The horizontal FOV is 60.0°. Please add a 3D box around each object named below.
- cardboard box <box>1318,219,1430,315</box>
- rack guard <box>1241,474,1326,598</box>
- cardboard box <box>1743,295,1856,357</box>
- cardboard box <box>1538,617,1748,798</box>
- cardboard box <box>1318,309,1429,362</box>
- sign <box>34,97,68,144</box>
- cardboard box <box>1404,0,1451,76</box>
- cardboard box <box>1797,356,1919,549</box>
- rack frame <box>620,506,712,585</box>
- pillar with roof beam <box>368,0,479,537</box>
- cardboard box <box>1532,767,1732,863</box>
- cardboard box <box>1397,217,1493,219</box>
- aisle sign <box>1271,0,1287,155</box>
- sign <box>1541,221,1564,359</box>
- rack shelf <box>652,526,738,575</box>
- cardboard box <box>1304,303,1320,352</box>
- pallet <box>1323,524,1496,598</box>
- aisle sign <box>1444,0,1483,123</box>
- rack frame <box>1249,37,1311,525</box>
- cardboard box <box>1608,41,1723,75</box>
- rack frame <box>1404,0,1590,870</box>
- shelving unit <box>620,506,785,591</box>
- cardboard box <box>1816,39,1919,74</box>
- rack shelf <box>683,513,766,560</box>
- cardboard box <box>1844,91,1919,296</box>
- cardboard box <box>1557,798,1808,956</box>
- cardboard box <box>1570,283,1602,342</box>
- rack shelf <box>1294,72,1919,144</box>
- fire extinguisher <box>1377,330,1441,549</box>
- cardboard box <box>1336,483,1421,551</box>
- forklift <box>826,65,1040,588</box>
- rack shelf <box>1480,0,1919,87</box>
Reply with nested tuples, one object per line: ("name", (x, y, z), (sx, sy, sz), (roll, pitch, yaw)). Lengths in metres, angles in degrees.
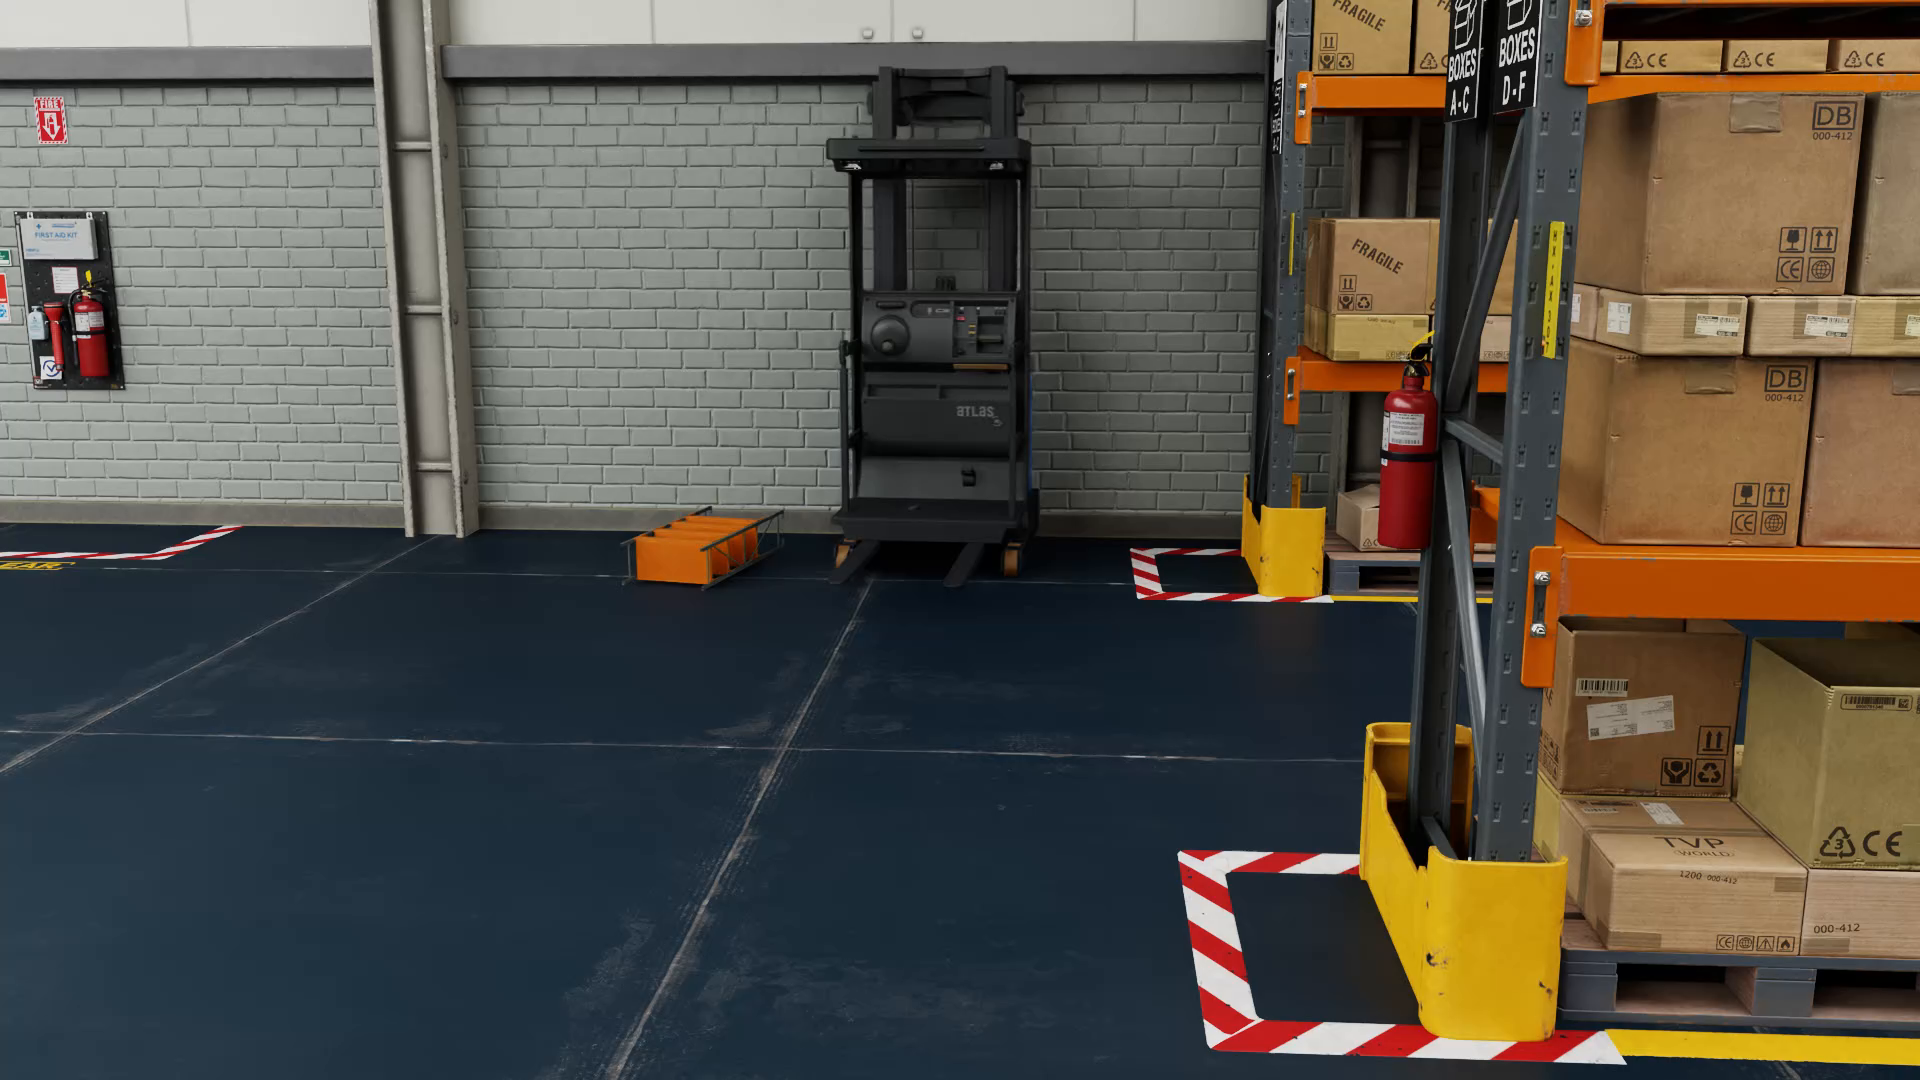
("cardboard box", (2.266, -1.506, 9.126), (0.500, 0.500, 0.500), (1, 12, 4))
("rack guard", (1.885, -0.046, 9.765), (0.348, 0.500, 1.175), (1, 12, 4))
("cardboard box", (2.123, -0.572, 4.349), (0.250, 0.149, 0.380), (0, 12, 2))
("cardboard box", (2.037, 0.462, 5.094), (0.500, 0.500, 0.500), (1, 12, 4))
("cardboard box", (2.275, -1.135, 9.186), (0.500, 0.250, 0.500), (0, 12, 2))
("sign", (-5.886, -2.716, 10.765), (0.199, 0.298, 0.001), (1, 12, 4))
("cardboard box", (2.660, -2.727, 8.859), (0.500, 0.500, 0.500), (2, 12, 8))
("cardboard box", (2.471, -0.292, 4.593), (0.500, 0.500, 0.700), (1, 12, 5))
("rack frame", (-1.741, 0.019, 9.960), (0.015, 0.240, 1.200), (3, 12, 16))
("pillar with roof beam", (-3.709, -3.576, 5.887), (0.400, 9.000, 9.100), (1, 12, 4))
("cardboard box", (2.037, 0.829, 5.168), (0.500, 0.250, 0.500), (1, 12, 4))
("cardboard box", (2.795, -1.602, 9.585), (0.500, 0.500, 0.500), (1, 12, 5))
("aisle sign", (1.717, -2.482, 8.960), (0.004, 0.787, 0.394), (1, 12, 4))
("sign", (1.439, -0.607, 4.038), (0.005, 0.325, 0.100), (1, 12, 4))
("rack shelf", (-1.550, 0.063, 9.746), (0.480, 0.258, 0.148), (3, 12, 16))
("cardboard box", (2.289, -1.240, 9.686), (0.500, 0.250, 0.500), (1, 12, 5))
("pallet", (2.693, 0.114, 9.707), (1.213, 0.211, 1.003), (1, 12, 4))
("aisle sign", (1.436, -1.592, 4.701), (0.004, 0.787, 0.394), (1, 12, 4))
("rack frame", (1.809, -1.270, 9.514), (0.127, 3.000, 1.000), (1, 12, 4))
("cardboard box", (3.714, -2.718, 8.815), (0.500, 0.500, 0.500), (2, 12, 7))
("rack frame", (1.482, -0.258, 4.676), (0.127, 3.000, 1.000), (1, 12, 4))
("shelving unit", (-1.506, 0.033, 9.894), (0.503, 0.258, 1.200), (3, 12, 16))
("cardboard box", (4.776, -2.708, 8.771), (0.500, 0.500, 0.500), (0, 12, -1))
("rack shelf", (-1.432, -0.020, 10.143), (0.480, 0.258, 0.148), (3, 12, 16))
("cardboard box", (2.525, -0.926, 4.458), (0.500, 0.500, 0.700), (0, 12, 2))
("cardboard box", (2.002, 0.935, 4.662), (0.500, 0.250, 0.500), (1, 12, 4))
("cardboard box", (1.876, -0.658, 4.761), (0.250, 0.149, 0.380), (1, 12, 3))
("rack shelf", (3.805, -2.359, 9.150), (4.000, 0.370, 1.077), (1, 12, 4))
("fire extinguisher", (1.395, -0.317, 5.146), (0.183, 0.674, 0.296), (1, 12, 4))
("cardboard box", (2.494, -0.142, 9.611), (0.500, 0.311, 0.500), (-1, 12, -3))
("forklift", (-0.152, -1.293, 9.791), (1.130, 2.935, 3.031), (2, 12, 7))
("rack shelf", (3.478, -1.347, 4.312), (4.000, 0.370, 1.077), (1, 12, 4))
